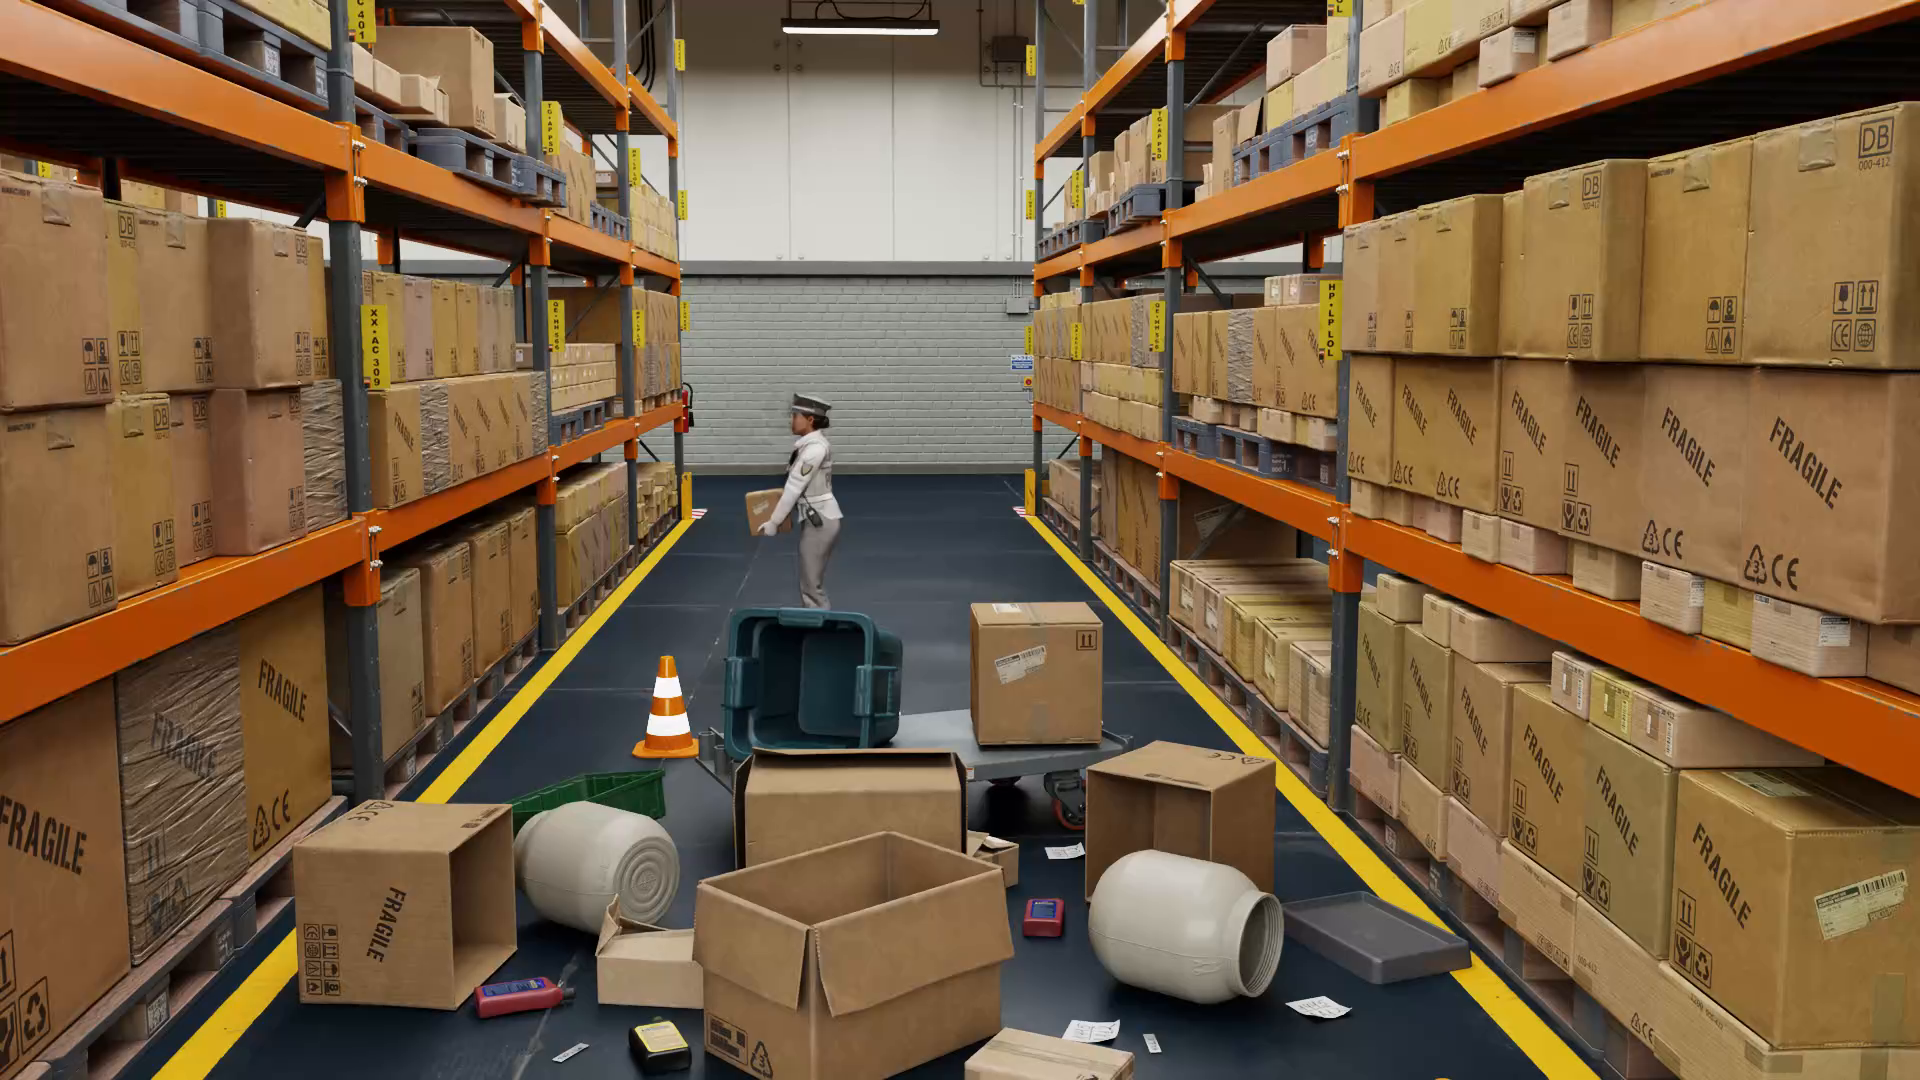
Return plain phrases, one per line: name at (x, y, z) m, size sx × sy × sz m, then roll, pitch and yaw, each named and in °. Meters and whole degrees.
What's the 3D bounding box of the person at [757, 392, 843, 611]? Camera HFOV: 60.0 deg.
person at (-0.991, -0.069, 10.278) m, size 0.520 × 1.682 × 0.417 m, roll -1°, pitch 7°, yaw -5°
